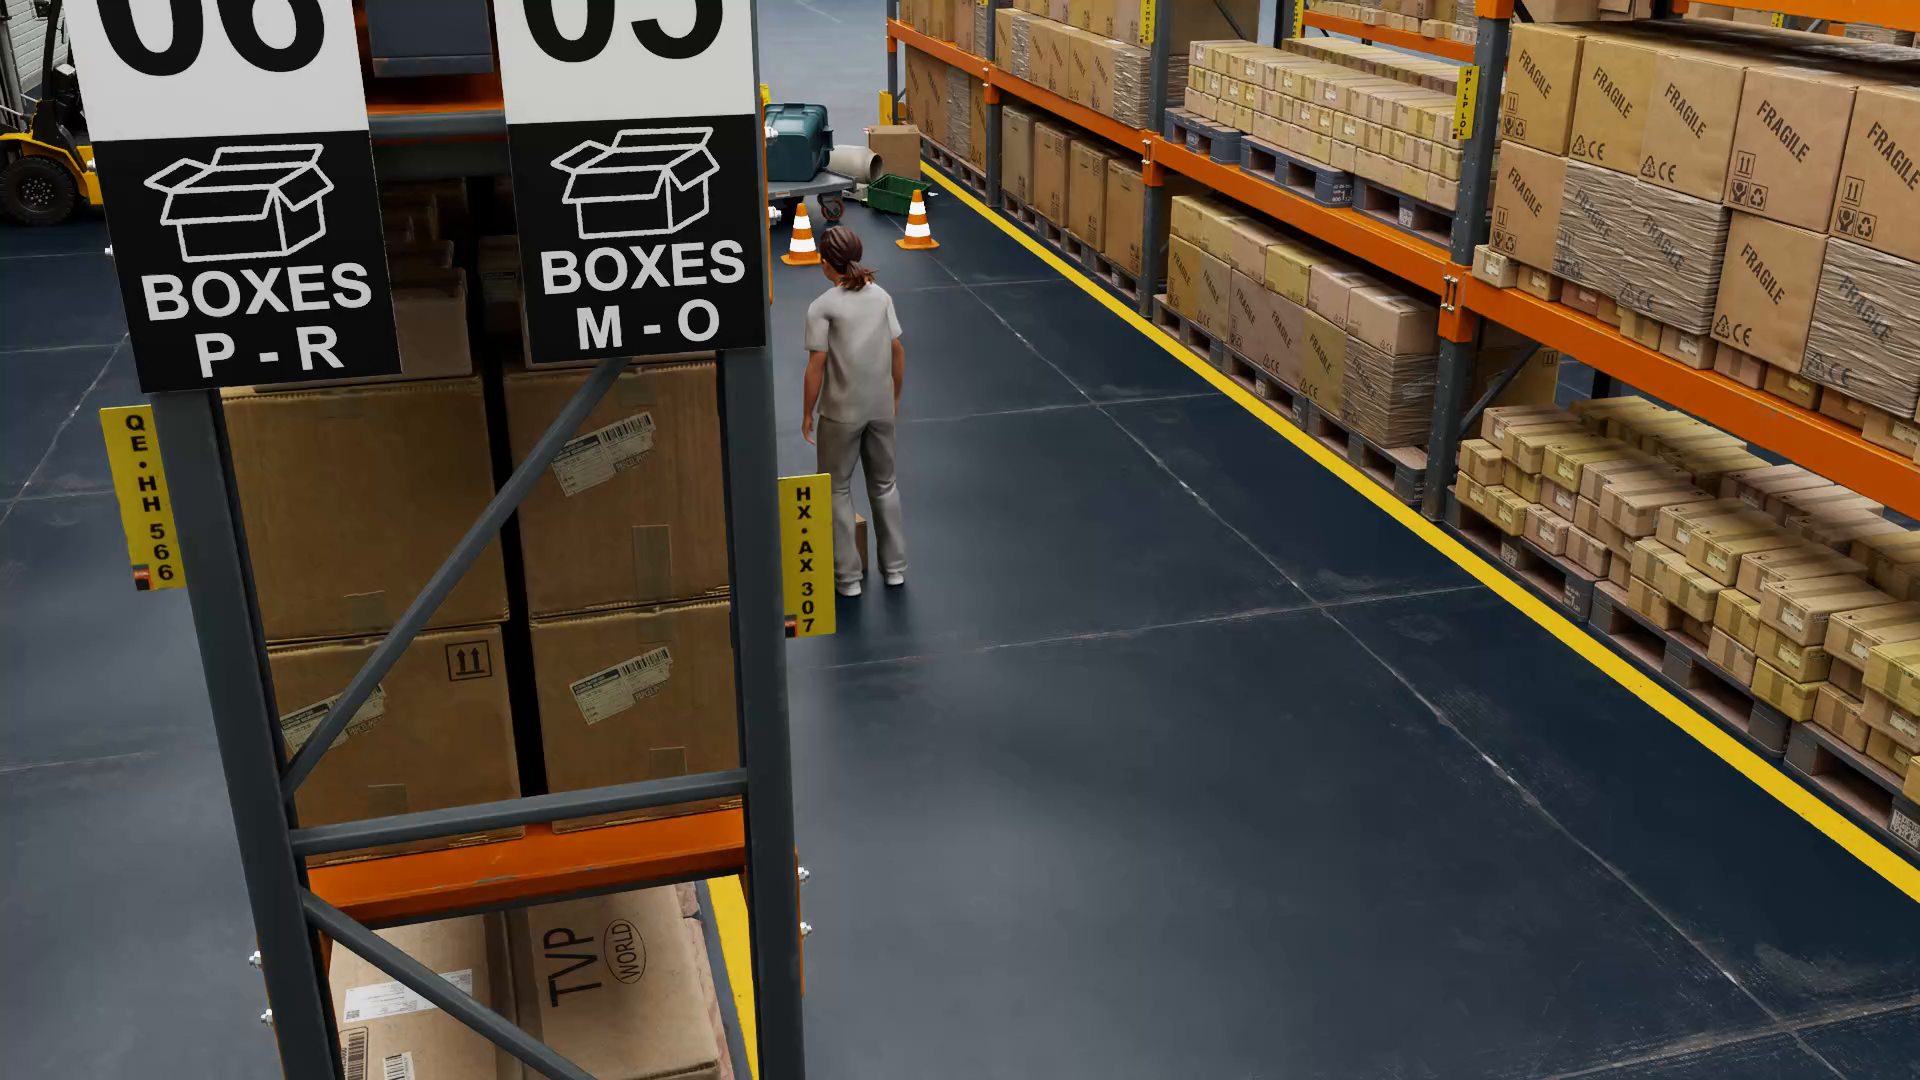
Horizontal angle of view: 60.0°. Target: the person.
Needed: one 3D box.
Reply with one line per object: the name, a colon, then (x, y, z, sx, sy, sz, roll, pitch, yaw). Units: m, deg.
person: (-0.469, -0.567, 7.431, 0.504, 1.673, 0.351, -13, 26, -28)
